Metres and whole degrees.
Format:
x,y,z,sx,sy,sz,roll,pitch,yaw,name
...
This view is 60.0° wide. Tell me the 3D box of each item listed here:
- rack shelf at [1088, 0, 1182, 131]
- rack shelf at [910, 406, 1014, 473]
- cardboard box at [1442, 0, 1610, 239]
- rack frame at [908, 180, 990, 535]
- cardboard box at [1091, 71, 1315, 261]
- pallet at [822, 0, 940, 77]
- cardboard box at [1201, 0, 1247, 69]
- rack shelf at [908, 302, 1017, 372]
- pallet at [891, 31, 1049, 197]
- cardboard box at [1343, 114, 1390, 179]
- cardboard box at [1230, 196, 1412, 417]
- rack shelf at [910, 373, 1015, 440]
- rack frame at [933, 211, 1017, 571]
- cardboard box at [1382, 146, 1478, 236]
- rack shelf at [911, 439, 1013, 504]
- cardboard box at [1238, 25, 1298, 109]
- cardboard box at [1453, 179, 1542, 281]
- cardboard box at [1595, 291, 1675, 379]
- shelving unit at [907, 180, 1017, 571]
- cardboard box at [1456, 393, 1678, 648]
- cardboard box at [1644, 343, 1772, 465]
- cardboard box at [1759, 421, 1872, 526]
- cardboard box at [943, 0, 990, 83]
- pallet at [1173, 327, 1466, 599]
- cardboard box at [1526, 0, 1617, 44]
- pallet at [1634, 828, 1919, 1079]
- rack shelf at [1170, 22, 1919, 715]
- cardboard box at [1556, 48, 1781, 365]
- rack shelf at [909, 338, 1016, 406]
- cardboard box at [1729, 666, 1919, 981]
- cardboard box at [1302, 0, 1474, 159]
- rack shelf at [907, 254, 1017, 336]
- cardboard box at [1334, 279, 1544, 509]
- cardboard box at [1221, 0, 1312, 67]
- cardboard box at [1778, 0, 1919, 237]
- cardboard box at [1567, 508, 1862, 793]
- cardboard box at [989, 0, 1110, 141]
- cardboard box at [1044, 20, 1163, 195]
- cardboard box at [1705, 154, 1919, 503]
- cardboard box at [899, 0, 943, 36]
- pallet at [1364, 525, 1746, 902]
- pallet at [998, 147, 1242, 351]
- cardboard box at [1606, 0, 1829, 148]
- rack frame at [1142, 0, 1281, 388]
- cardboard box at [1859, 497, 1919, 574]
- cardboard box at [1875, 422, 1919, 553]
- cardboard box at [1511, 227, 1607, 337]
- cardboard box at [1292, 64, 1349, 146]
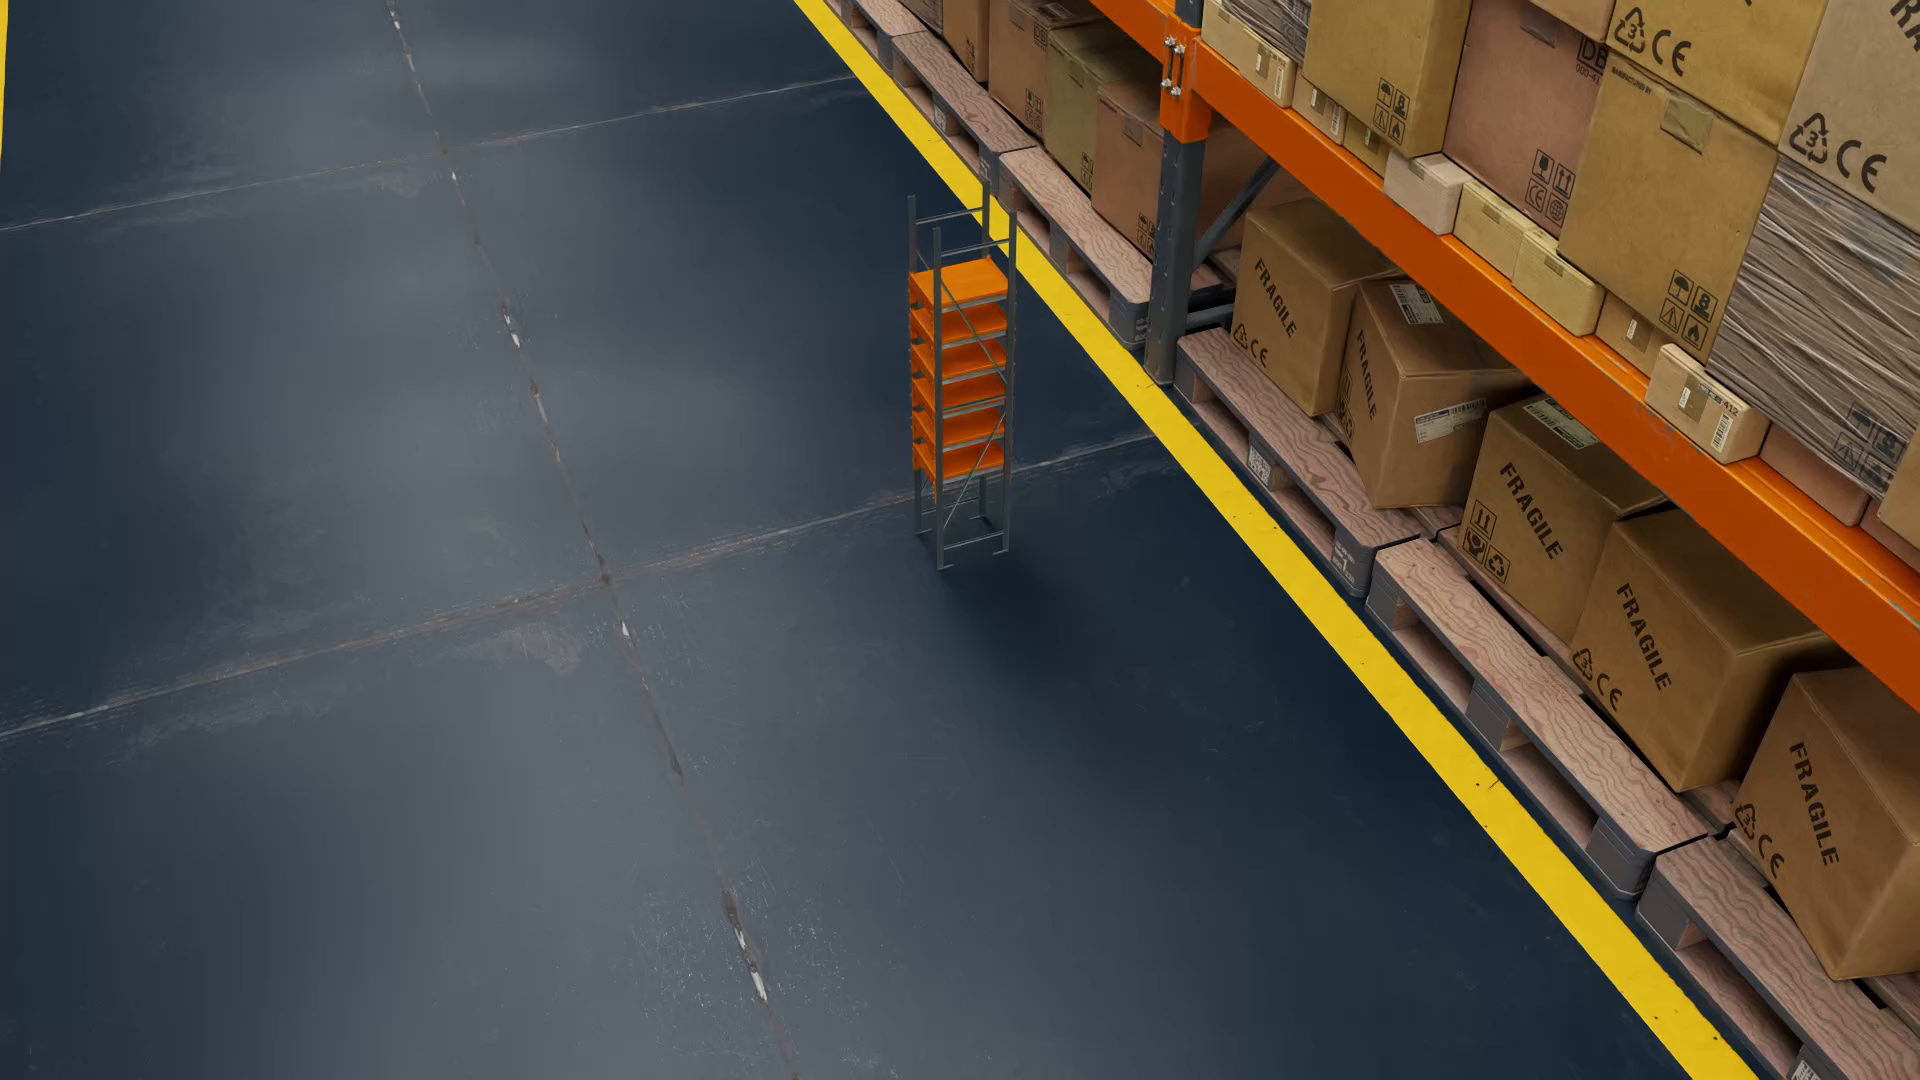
x,y,z,sx,sy,sz,roll,pitch,yaw,name
0.375,-2.768,6.720,1.077,0.370,4.000,-15,43,-17,rack shelf
0.006,-0.322,4.956,0.258,0.103,0.180,-15,43,-17,rack shelf
1.698,-1.114,3.940,0.875,0.500,0.500,-15,43,-17,cardboard box
-0.029,-0.501,4.913,0.240,1.200,0.006,-15,43,-17,rack frame
0.925,-1.430,6.192,0.700,0.500,0.500,-18,44,-20,cardboard box
-0.093,-2.717,8.248,1.003,0.211,1.213,-15,43,-17,pallet
0.944,-1.536,4.928,0.380,0.149,0.250,-15,43,-17,cardboard box
0.006,-0.594,4.721,0.258,0.103,0.180,-15,43,-17,rack shelf
0.370,-1.983,7.394,1.003,0.211,1.213,-15,43,-17,pallet
1.254,-1.090,4.410,0.380,0.149,0.250,-15,43,-17,cardboard box
1.256,-0.796,5.471,0.500,0.500,0.500,-16,43,-18,cardboard box
0.006,-0.413,4.878,0.258,0.103,0.180,-15,43,-17,rack shelf
0.041,-0.391,4.785,0.240,1.200,0.006,-15,43,-17,rack frame
1.311,-0.929,4.223,0.380,0.149,0.250,-15,43,-17,cardboard box
0.006,-0.231,5.034,0.258,0.103,0.180,-15,43,-17,rack shelf
1.028,-1.382,4.750,0.380,0.149,0.250,-15,43,-17,cardboard box
1.445,-0.789,4.060,0.380,0.149,0.250,-15,43,-17,cardboard box
1.668,-0.497,3.720,0.380,0.149,0.250,-15,43,-17,cardboard box
0.006,-0.446,4.849,0.258,1.200,0.189,-15,43,-17,shelving unit
1.792,-0.099,4.660,0.500,0.500,0.500,-19,44,-21,cardboard box
1.700,-0.329,3.524,0.380,0.149,0.250,-15,43,-17,cardboard box
1.877,-0.200,3.375,0.380,0.149,0.250,-15,43,-17,cardboard box
0.332,-2.395,7.314,0.700,0.500,0.500,-12,42,-13,cardboard box
1.430,-0.383,5.533,1.003,0.211,1.213,-15,43,-17,pallet
1.461,-1.429,3.540,0.500,0.500,0.500,-15,43,-17,cardboard box
2.363,1.087,3.824,1.003,0.211,1.213,-15,43,-17,pallet
1.905,-0.358,3.918,1.077,0.370,4.000,-15,43,-17,rack shelf
1.851,-0.803,3.578,0.875,0.500,0.500,-15,43,-17,cardboard box
0.006,-0.504,4.799,0.258,0.103,0.180,-15,43,-17,rack shelf
2.187,0.630,3.812,0.500,0.500,0.500,-5,41,-6,cardboard box
1.414,-1.390,4.261,0.875,0.500,0.500,-15,43,-17,cardboard box
0.006,-0.685,4.643,0.258,0.103,0.180,-15,43,-17,rack shelf
1.482,-0.453,5.072,0.500,0.500,0.500,-3,41,-3,cardboard box
1.255,-1.700,4.622,0.875,0.500,0.500,-15,43,-17,cardboard box
1.846,-0.827,2.840,0.500,0.500,0.500,-15,43,-17,cardboard box
1.965,0.248,4.256,0.500,0.500,0.500,-11,42,-13,cardboard box
0.545,-2.059,6.924,0.700,0.500,0.500,-19,44,-20,cardboard box
0.760,-1.722,6.532,0.700,0.500,0.500,-15,43,-17,cardboard box
2.032,-0.498,3.224,0.875,0.500,0.500,-15,43,-17,cardboard box
0.108,-2.735,7.710,0.700,0.500,0.500,-19,44,-20,cardboard box
1.900,0.353,4.677,1.003,0.211,1.213,-15,43,-17,pallet
0.841,-1.247,6.539,1.003,0.211,1.213,-15,43,-17,pallet
1.662,-1.131,3.193,0.500,0.500,0.500,-15,43,-17,cardboard box
1.140,-1.836,5.084,1.000,3.000,0.127,-15,43,-17,rack frame
1.994,-0.055,3.206,0.380,0.149,0.250,-15,43,-17,cardboard box
2.183,-0.186,2.861,0.875,0.500,0.500,-15,43,-17,cardboard box
1.531,-0.636,3.882,0.380,0.149,0.250,-15,43,-17,cardboard box
1.149,-1.239,4.582,0.380,0.149,0.250,-15,43,-17,cardboard box
